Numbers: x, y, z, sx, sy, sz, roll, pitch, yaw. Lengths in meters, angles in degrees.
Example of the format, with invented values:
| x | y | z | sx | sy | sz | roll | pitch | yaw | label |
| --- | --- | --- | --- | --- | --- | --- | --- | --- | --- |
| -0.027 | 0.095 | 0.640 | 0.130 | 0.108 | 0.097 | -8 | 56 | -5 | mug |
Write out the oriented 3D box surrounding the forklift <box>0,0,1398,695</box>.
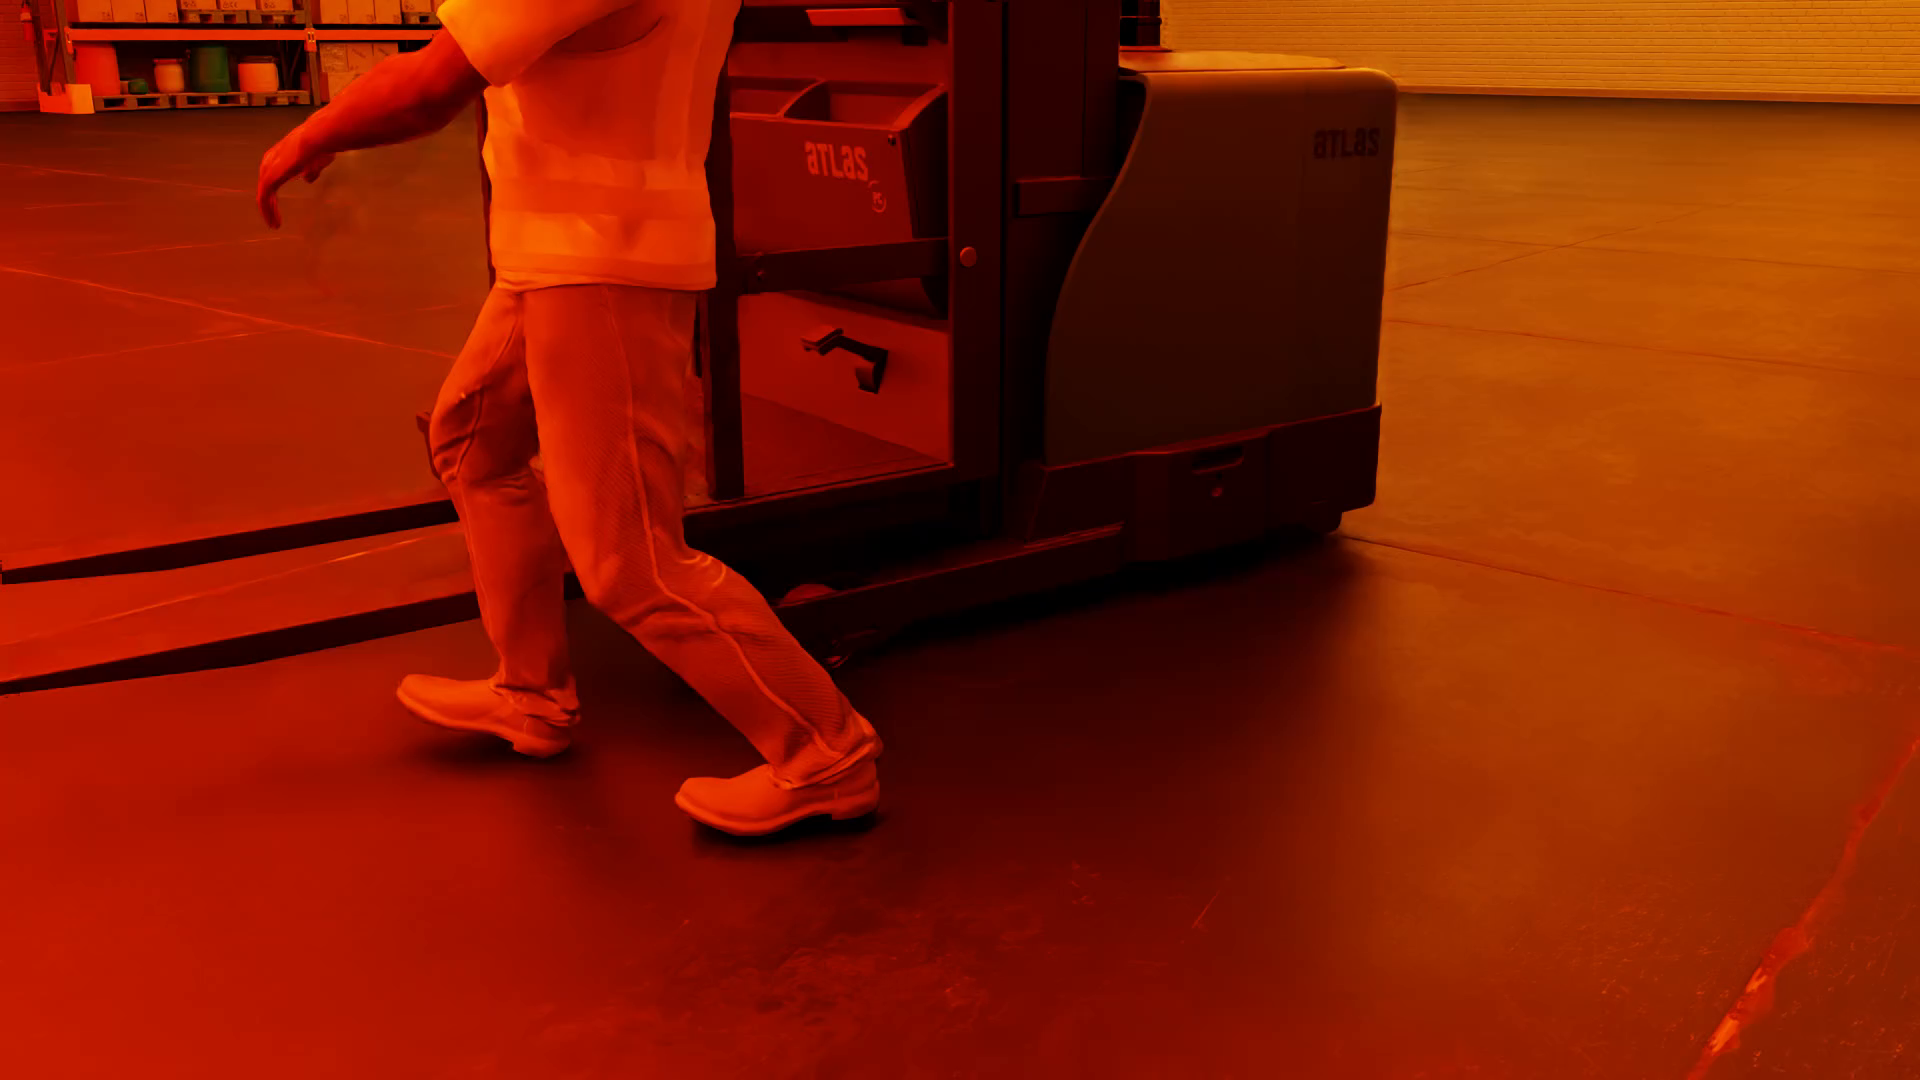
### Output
| x | y | z | sx | sy | sz | roll | pitch | yaw | label |
| --- | --- | --- | --- | --- | --- | --- | --- | --- | --- |
| -0.491 | -1.294 | 3.158 | 3.031 | 2.935 | 1.130 | -12 | 21 | -34 | forklift |

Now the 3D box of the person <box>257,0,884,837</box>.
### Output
| x | y | z | sx | sy | sz | roll | pitch | yaw | label |
| --- | --- | --- | --- | --- | --- | --- | --- | --- | --- |
| -0.567 | -0.416 | 2.456 | 0.838 | 1.687 | 0.756 | -3 | 17 | -10 | person |
